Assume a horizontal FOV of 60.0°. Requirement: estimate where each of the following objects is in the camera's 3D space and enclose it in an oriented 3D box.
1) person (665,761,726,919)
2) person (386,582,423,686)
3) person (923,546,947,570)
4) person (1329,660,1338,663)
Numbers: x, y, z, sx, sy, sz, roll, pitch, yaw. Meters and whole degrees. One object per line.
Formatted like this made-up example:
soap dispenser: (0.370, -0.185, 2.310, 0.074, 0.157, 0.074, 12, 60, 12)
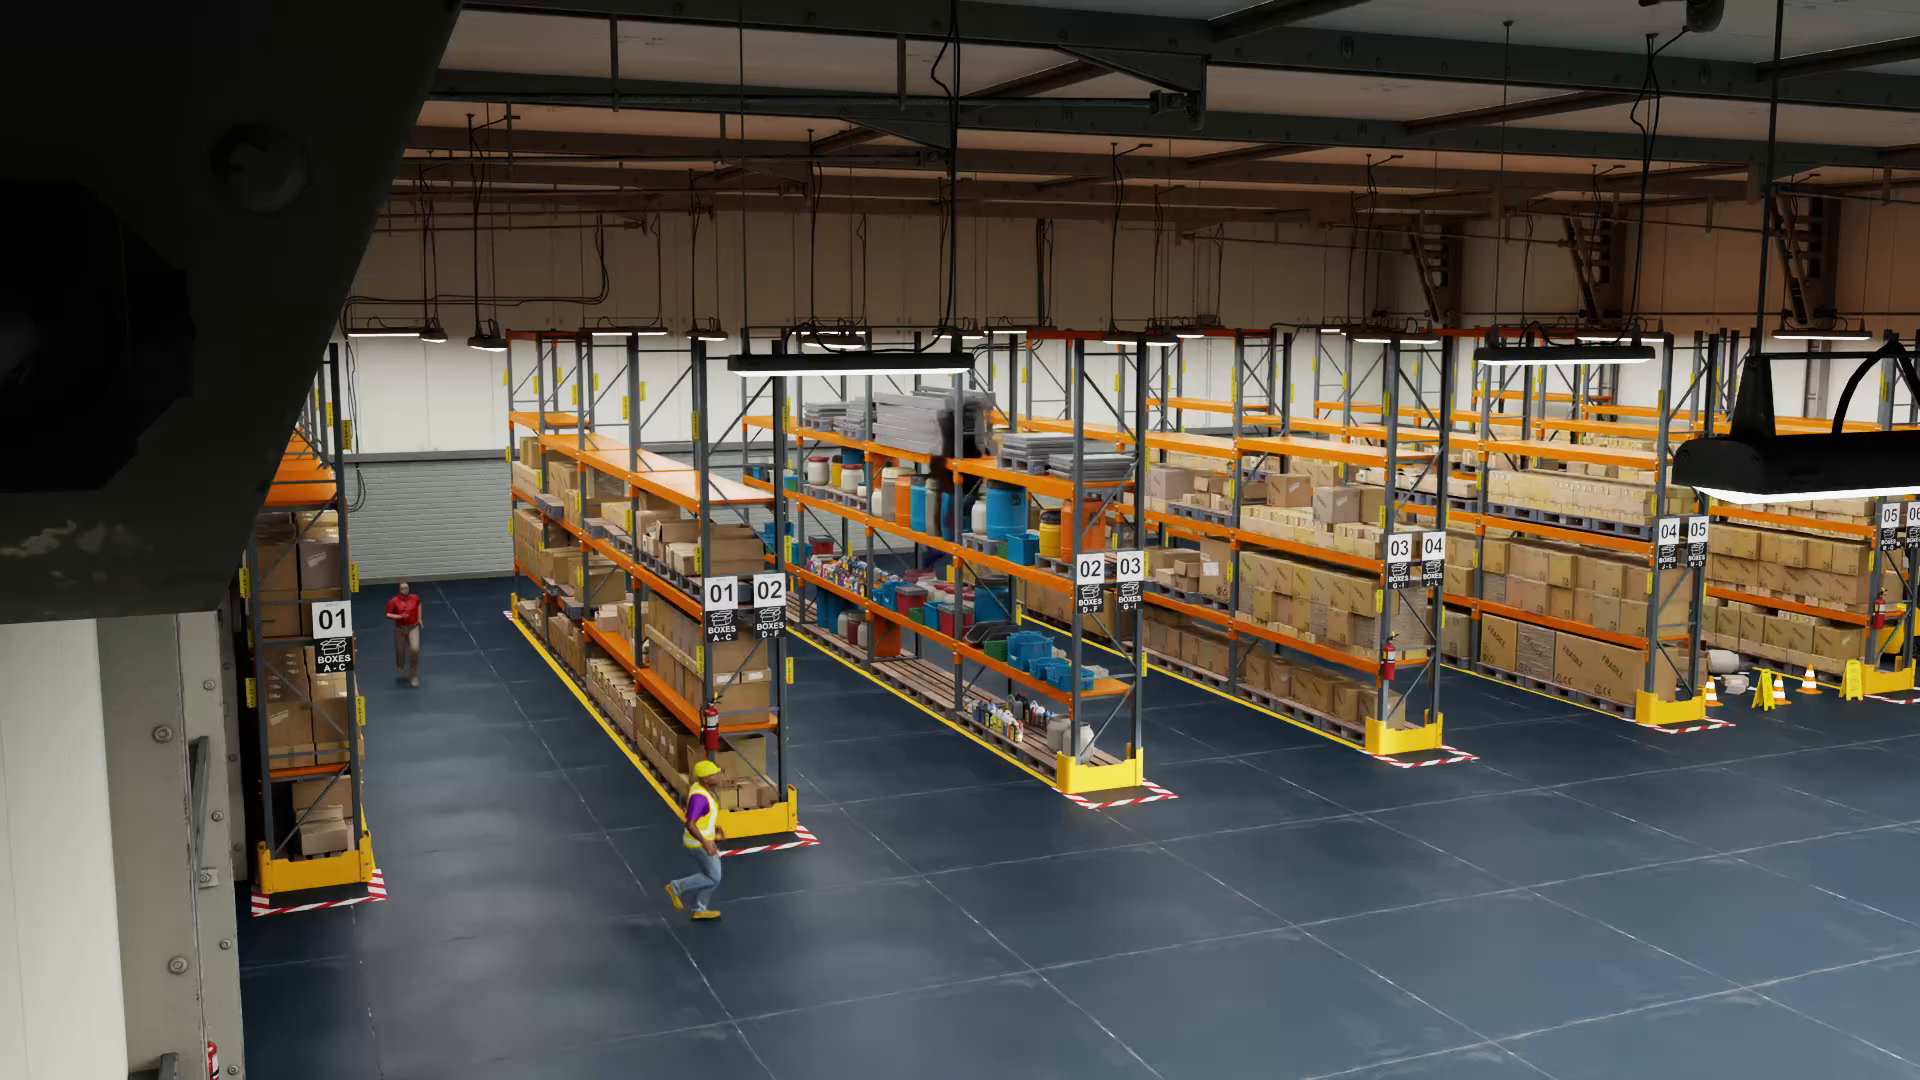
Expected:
person: (-2.773, 3.139, 17.386, 0.603, 1.699, 0.689, 0, 8, -2)
person: (-9.540, 1.595, 28.591, 0.621, 1.792, 0.890, -4, 9, -25)
person: (-0.534, 0.029, 40.980, 0.843, 1.482, 0.646, 5, 9, 32)
person: (6.943, 1.412, 30.279, 0.648, 1.637, 0.503, -4, 9, -27)
